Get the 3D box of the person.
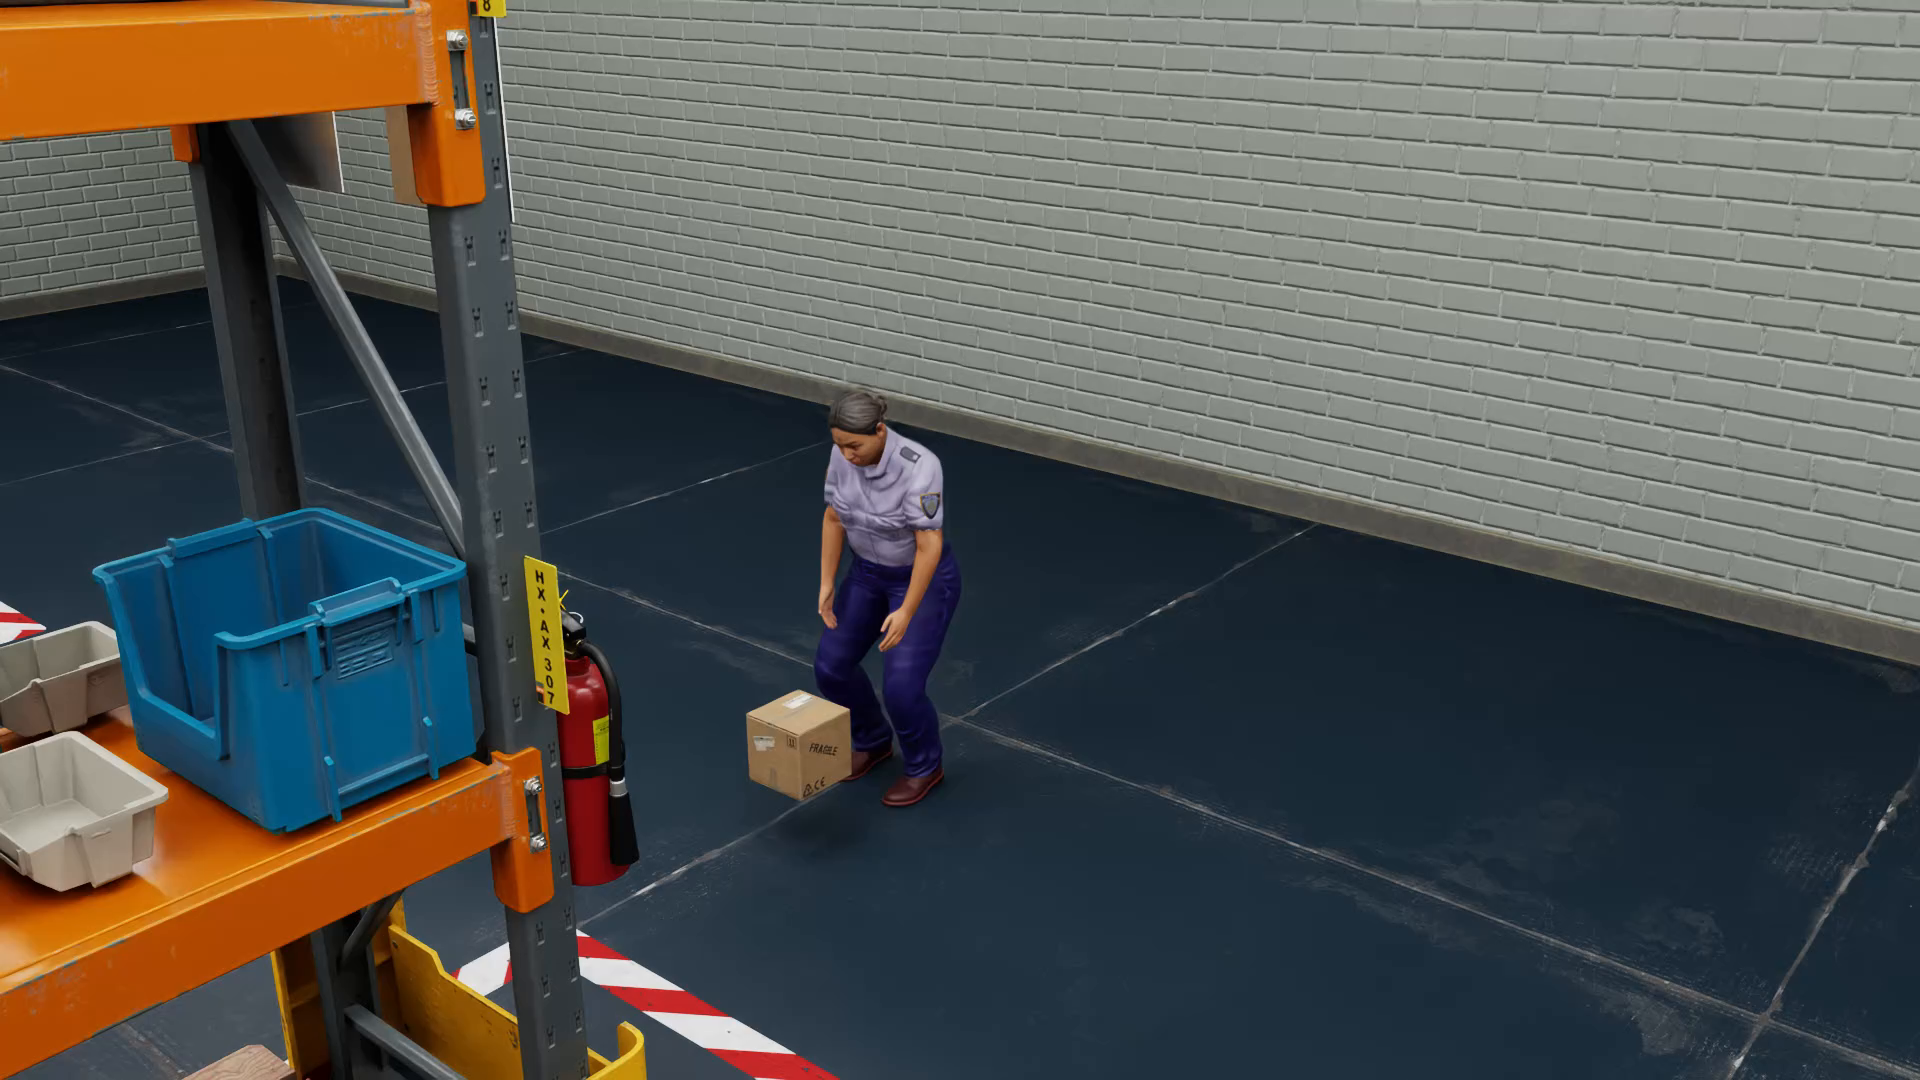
[{"bbox_3d":[-0.237,0.182,5.824,0.522,1.510,0.529,16,26,37],"label":"person"}]
